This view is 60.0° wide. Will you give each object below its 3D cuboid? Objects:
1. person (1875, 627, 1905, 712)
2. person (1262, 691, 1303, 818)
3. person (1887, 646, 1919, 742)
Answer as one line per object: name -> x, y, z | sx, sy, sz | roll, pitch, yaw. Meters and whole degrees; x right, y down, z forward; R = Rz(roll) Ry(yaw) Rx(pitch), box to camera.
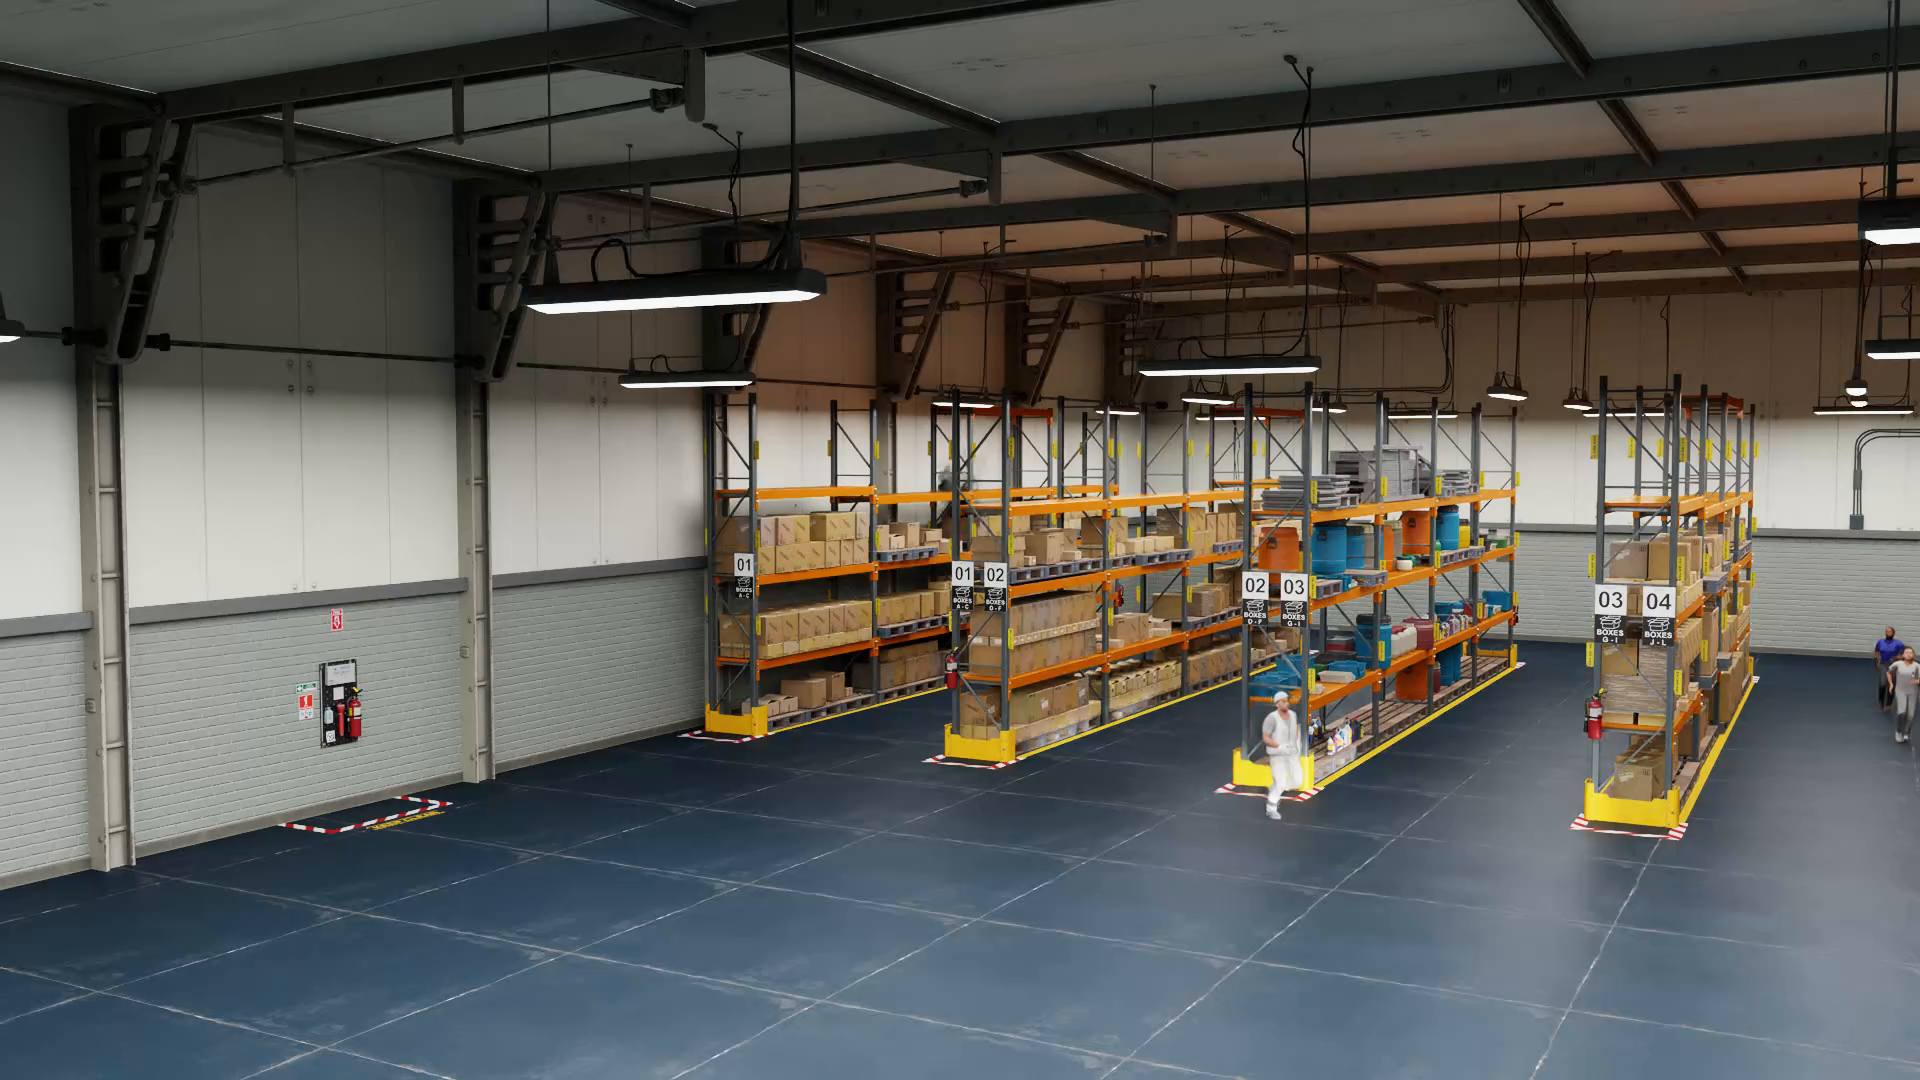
person -> 17.730, 2.476, 31.728 | 0.552, 1.651, 0.652 | 2, 4, 35
person -> 4.406, 2.917, 22.545 | 0.700, 1.741, 0.654 | -2, 3, -28
person -> 16.125, 2.629, 28.343 | 0.537, 1.640, 0.649 | 1, 3, 21
